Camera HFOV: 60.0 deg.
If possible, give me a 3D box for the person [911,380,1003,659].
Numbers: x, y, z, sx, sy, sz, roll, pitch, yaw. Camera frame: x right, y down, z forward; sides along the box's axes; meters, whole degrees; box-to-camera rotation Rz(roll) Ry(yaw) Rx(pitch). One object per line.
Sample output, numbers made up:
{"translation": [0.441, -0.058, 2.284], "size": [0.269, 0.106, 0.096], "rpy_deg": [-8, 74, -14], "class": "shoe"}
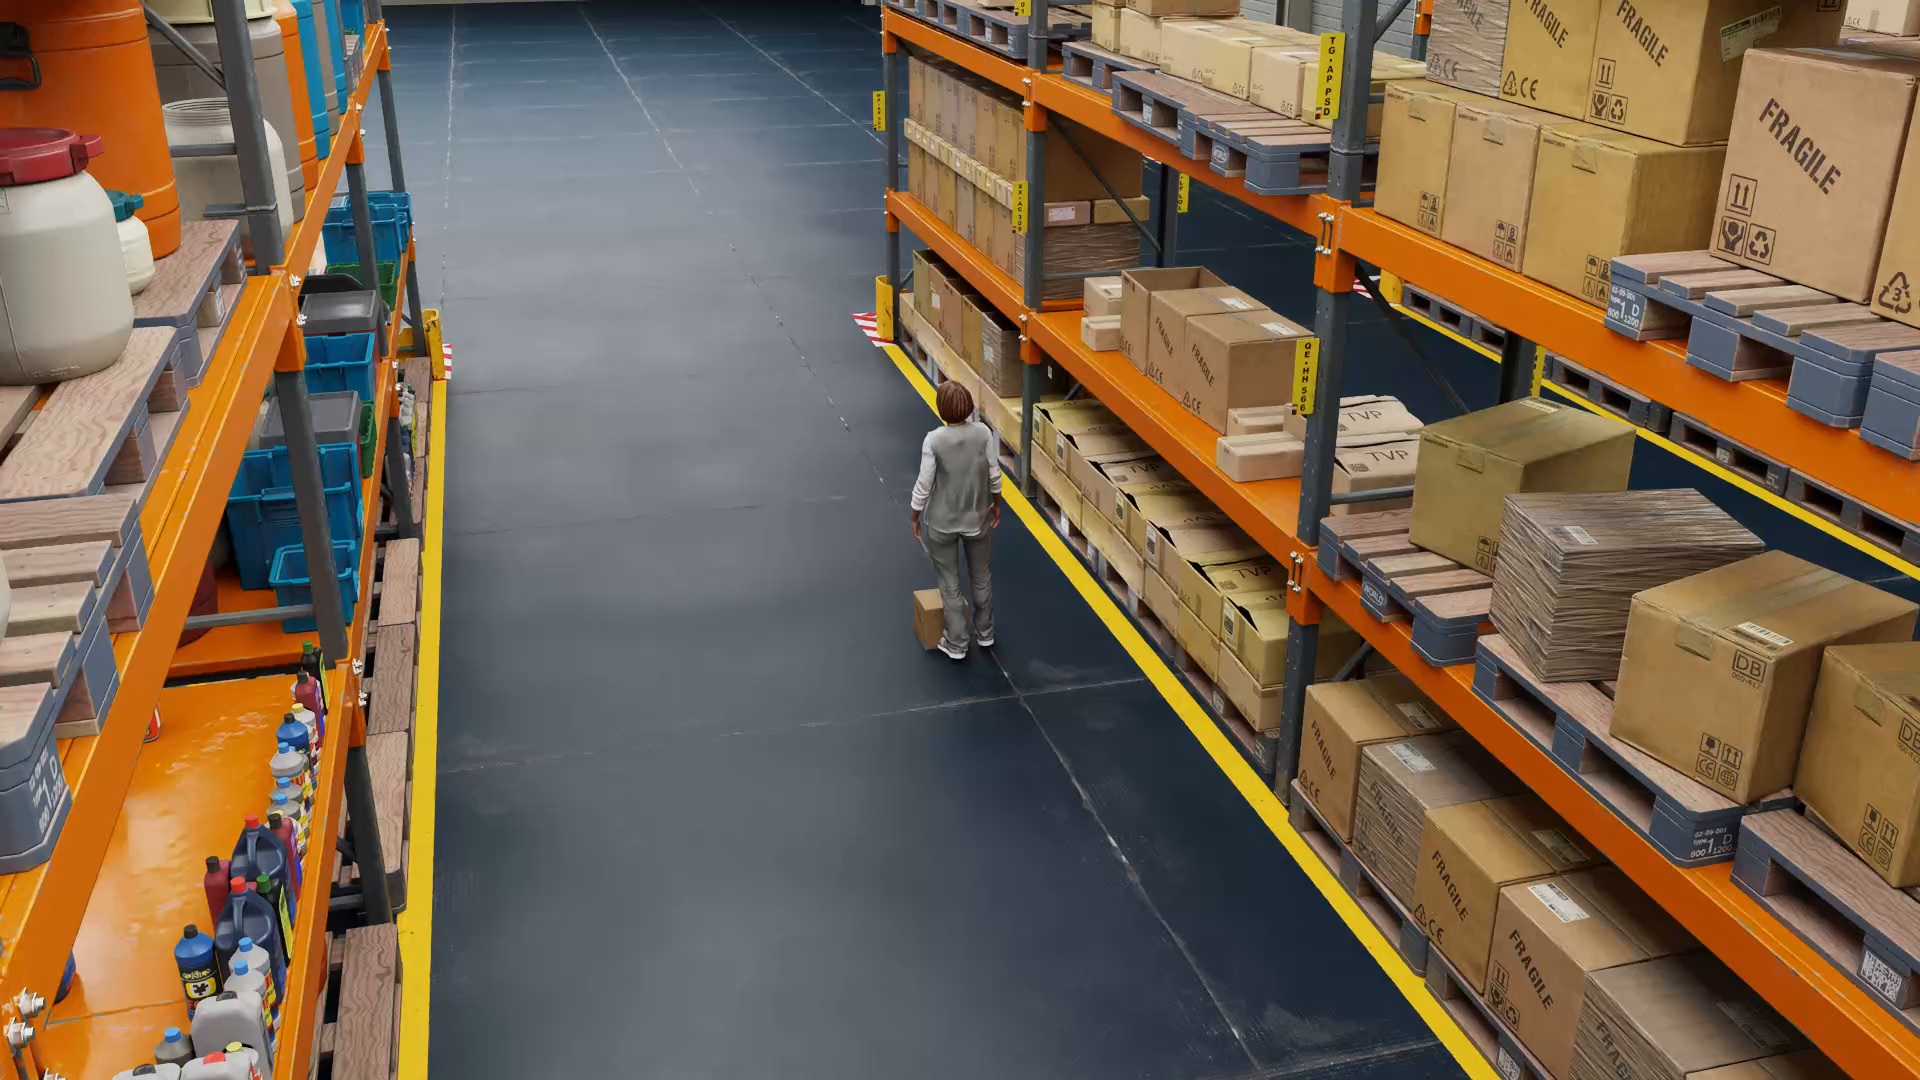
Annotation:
{"translation": [-0.023, -0.124, 8.872], "size": [0.519, 1.599, 0.473], "rpy_deg": [-6, 24, -14], "class": "person"}
